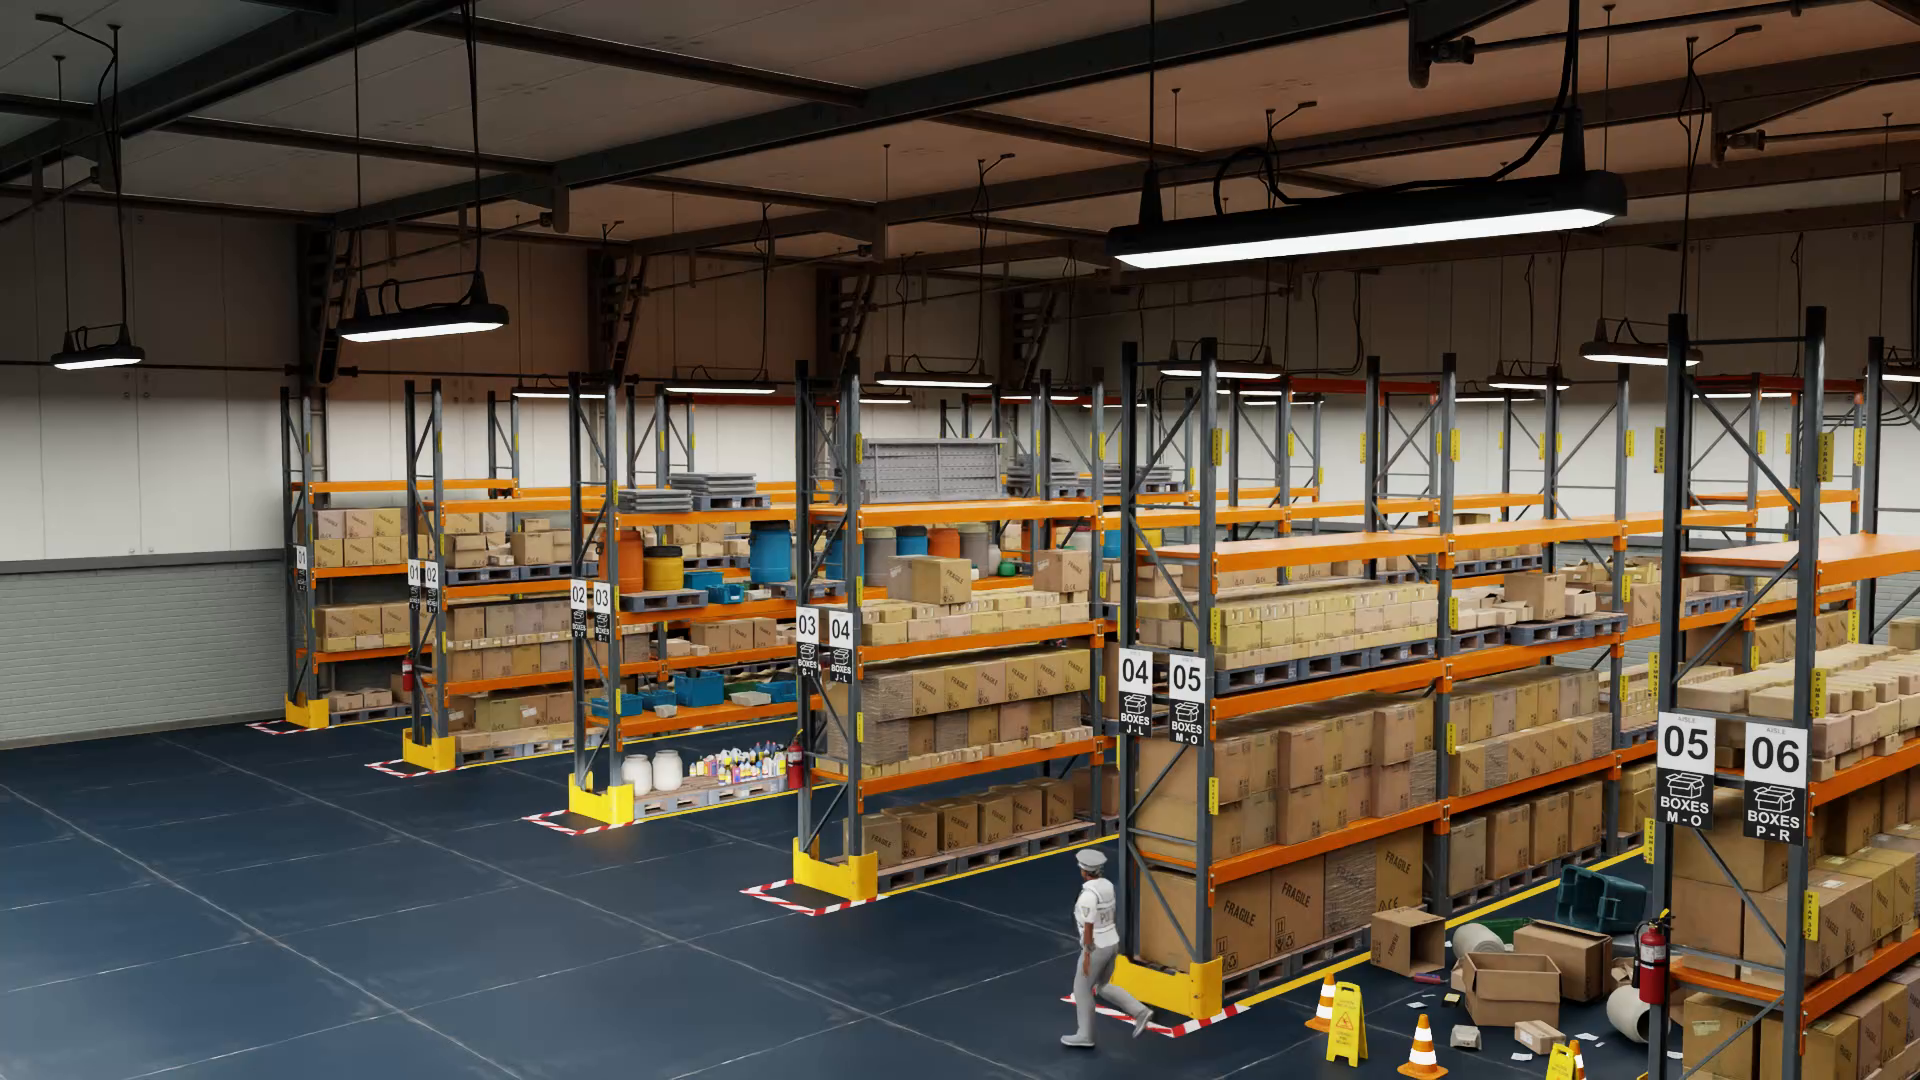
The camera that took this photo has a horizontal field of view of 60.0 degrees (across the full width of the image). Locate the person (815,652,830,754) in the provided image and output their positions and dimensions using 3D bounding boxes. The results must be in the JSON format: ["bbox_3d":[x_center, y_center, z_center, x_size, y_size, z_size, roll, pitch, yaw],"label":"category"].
[{"bbox_3d":[-2.193,2.622,26.936,0.771,1.658,0.689,-3,5,-41],"label":"person"}]

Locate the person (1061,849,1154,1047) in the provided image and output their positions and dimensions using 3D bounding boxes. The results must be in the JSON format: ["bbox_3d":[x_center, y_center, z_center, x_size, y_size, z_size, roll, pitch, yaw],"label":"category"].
[{"bbox_3d":[1.237,3.435,13.966,0.758,1.648,0.449,1,4,21],"label":"person"}]

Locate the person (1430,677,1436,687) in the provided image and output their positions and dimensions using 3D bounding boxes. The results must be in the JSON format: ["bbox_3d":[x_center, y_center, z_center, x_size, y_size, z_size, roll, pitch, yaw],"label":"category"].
[{"bbox_3d":[7.009,2.729,24.420,0.632,1.799,0.591,-2,4,-27],"label":"person"}]
